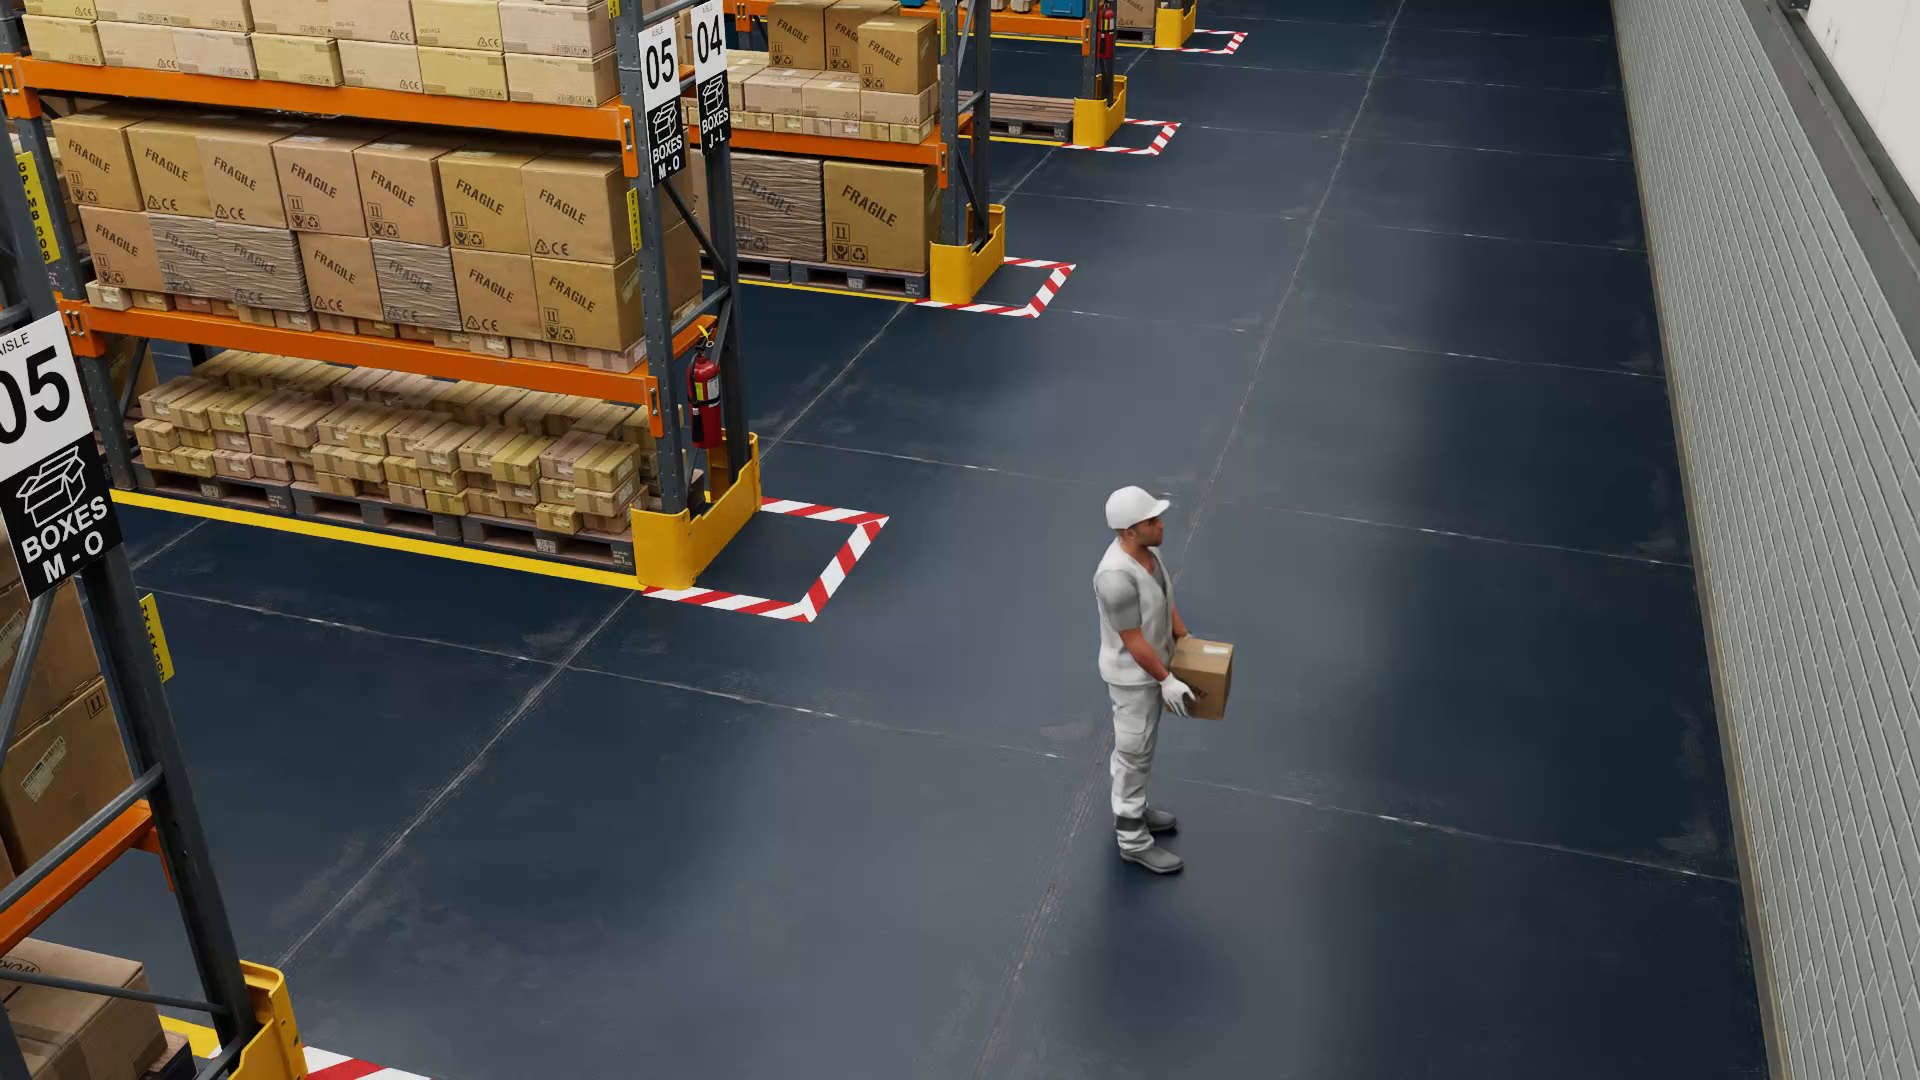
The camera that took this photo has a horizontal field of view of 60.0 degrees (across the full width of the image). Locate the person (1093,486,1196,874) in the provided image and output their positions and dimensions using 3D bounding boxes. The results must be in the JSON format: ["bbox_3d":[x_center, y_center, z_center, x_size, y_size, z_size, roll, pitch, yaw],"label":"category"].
[{"bbox_3d":[0.850,0.594,7.400,0.505,1.793,0.541,10,30,17],"label":"person"}]
